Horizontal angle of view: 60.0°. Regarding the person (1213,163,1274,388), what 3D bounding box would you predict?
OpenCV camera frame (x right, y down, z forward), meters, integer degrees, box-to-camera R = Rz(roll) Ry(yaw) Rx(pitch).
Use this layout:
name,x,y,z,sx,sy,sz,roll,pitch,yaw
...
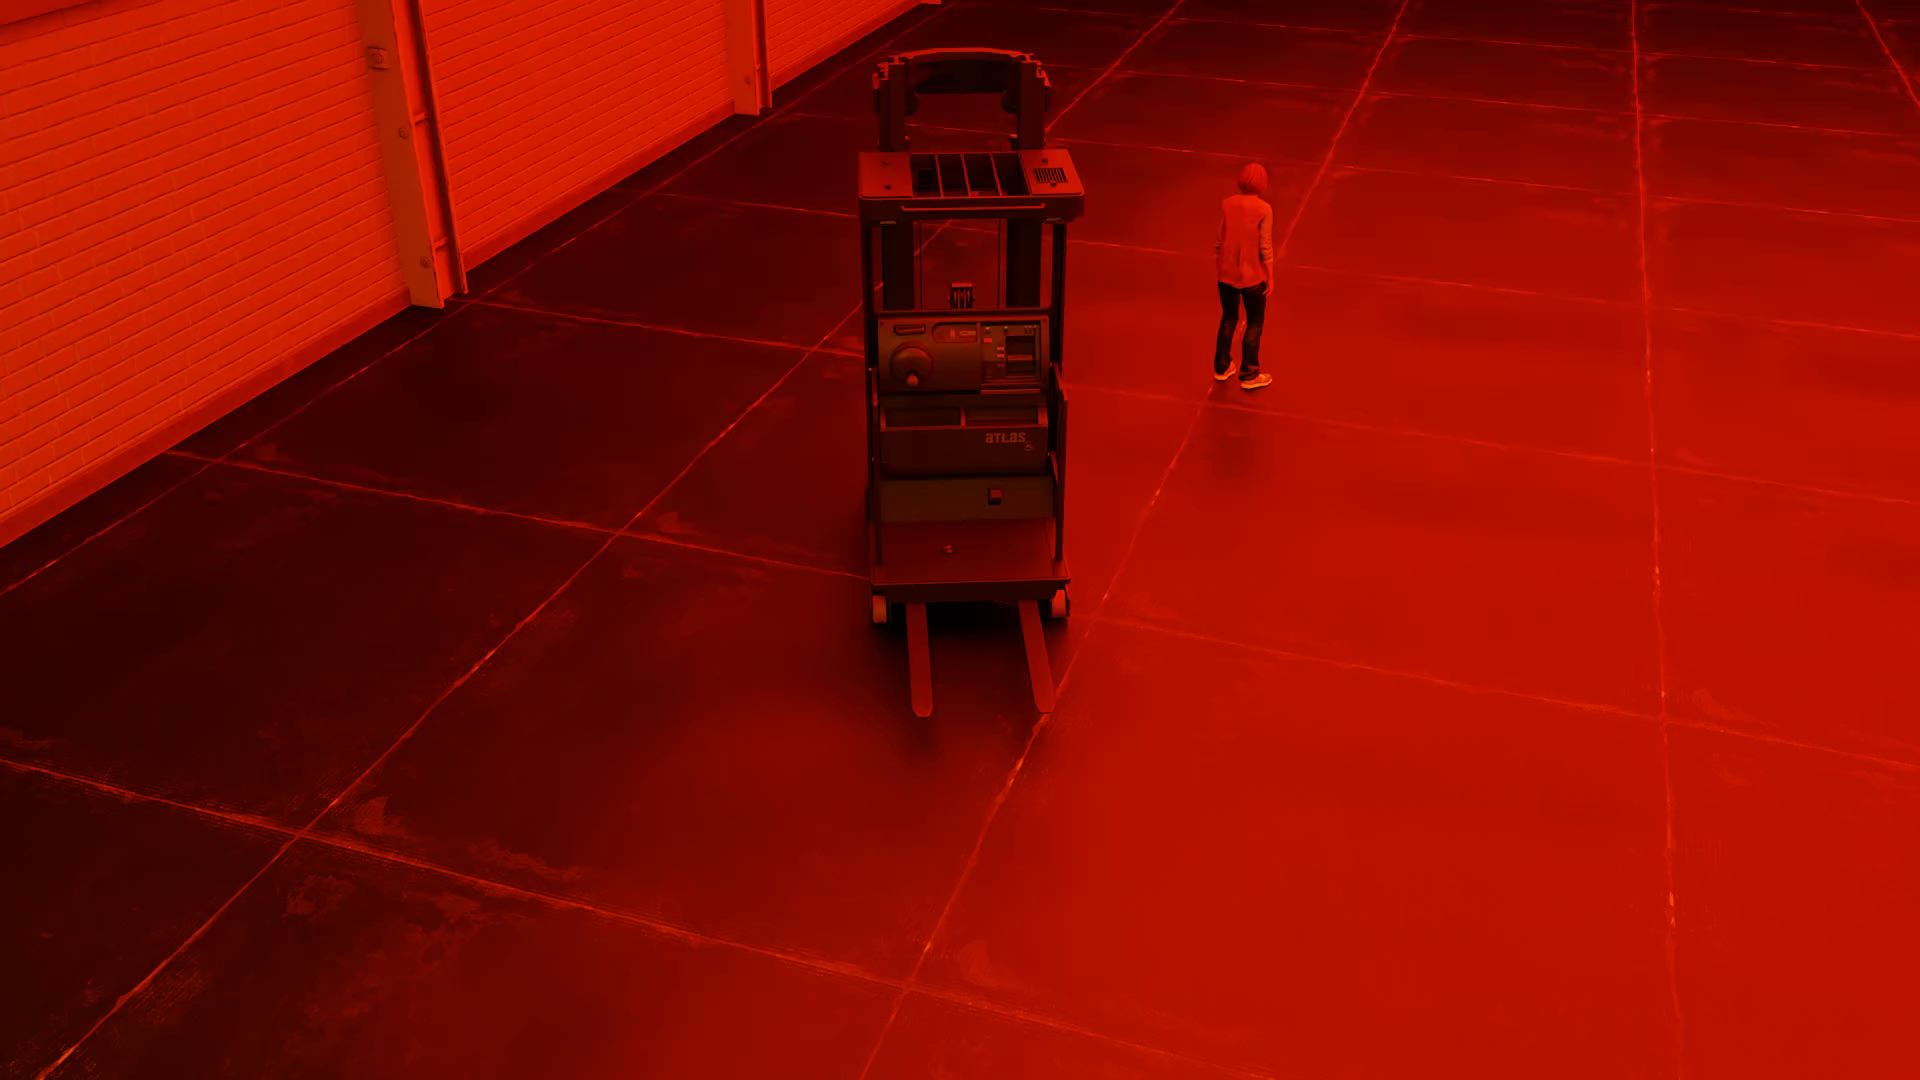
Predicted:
name,x,y,z,sx,sy,sz,roll,pitch,yaw
person,2.002,-1.855,11.745,0.477,1.591,0.345,22,36,33

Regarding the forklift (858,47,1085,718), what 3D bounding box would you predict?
name,x,y,z,sx,sy,sz,roll,pitch,yaw
forklift,0.035,-0.972,8.842,1.130,2.935,3.031,-2,30,-3
